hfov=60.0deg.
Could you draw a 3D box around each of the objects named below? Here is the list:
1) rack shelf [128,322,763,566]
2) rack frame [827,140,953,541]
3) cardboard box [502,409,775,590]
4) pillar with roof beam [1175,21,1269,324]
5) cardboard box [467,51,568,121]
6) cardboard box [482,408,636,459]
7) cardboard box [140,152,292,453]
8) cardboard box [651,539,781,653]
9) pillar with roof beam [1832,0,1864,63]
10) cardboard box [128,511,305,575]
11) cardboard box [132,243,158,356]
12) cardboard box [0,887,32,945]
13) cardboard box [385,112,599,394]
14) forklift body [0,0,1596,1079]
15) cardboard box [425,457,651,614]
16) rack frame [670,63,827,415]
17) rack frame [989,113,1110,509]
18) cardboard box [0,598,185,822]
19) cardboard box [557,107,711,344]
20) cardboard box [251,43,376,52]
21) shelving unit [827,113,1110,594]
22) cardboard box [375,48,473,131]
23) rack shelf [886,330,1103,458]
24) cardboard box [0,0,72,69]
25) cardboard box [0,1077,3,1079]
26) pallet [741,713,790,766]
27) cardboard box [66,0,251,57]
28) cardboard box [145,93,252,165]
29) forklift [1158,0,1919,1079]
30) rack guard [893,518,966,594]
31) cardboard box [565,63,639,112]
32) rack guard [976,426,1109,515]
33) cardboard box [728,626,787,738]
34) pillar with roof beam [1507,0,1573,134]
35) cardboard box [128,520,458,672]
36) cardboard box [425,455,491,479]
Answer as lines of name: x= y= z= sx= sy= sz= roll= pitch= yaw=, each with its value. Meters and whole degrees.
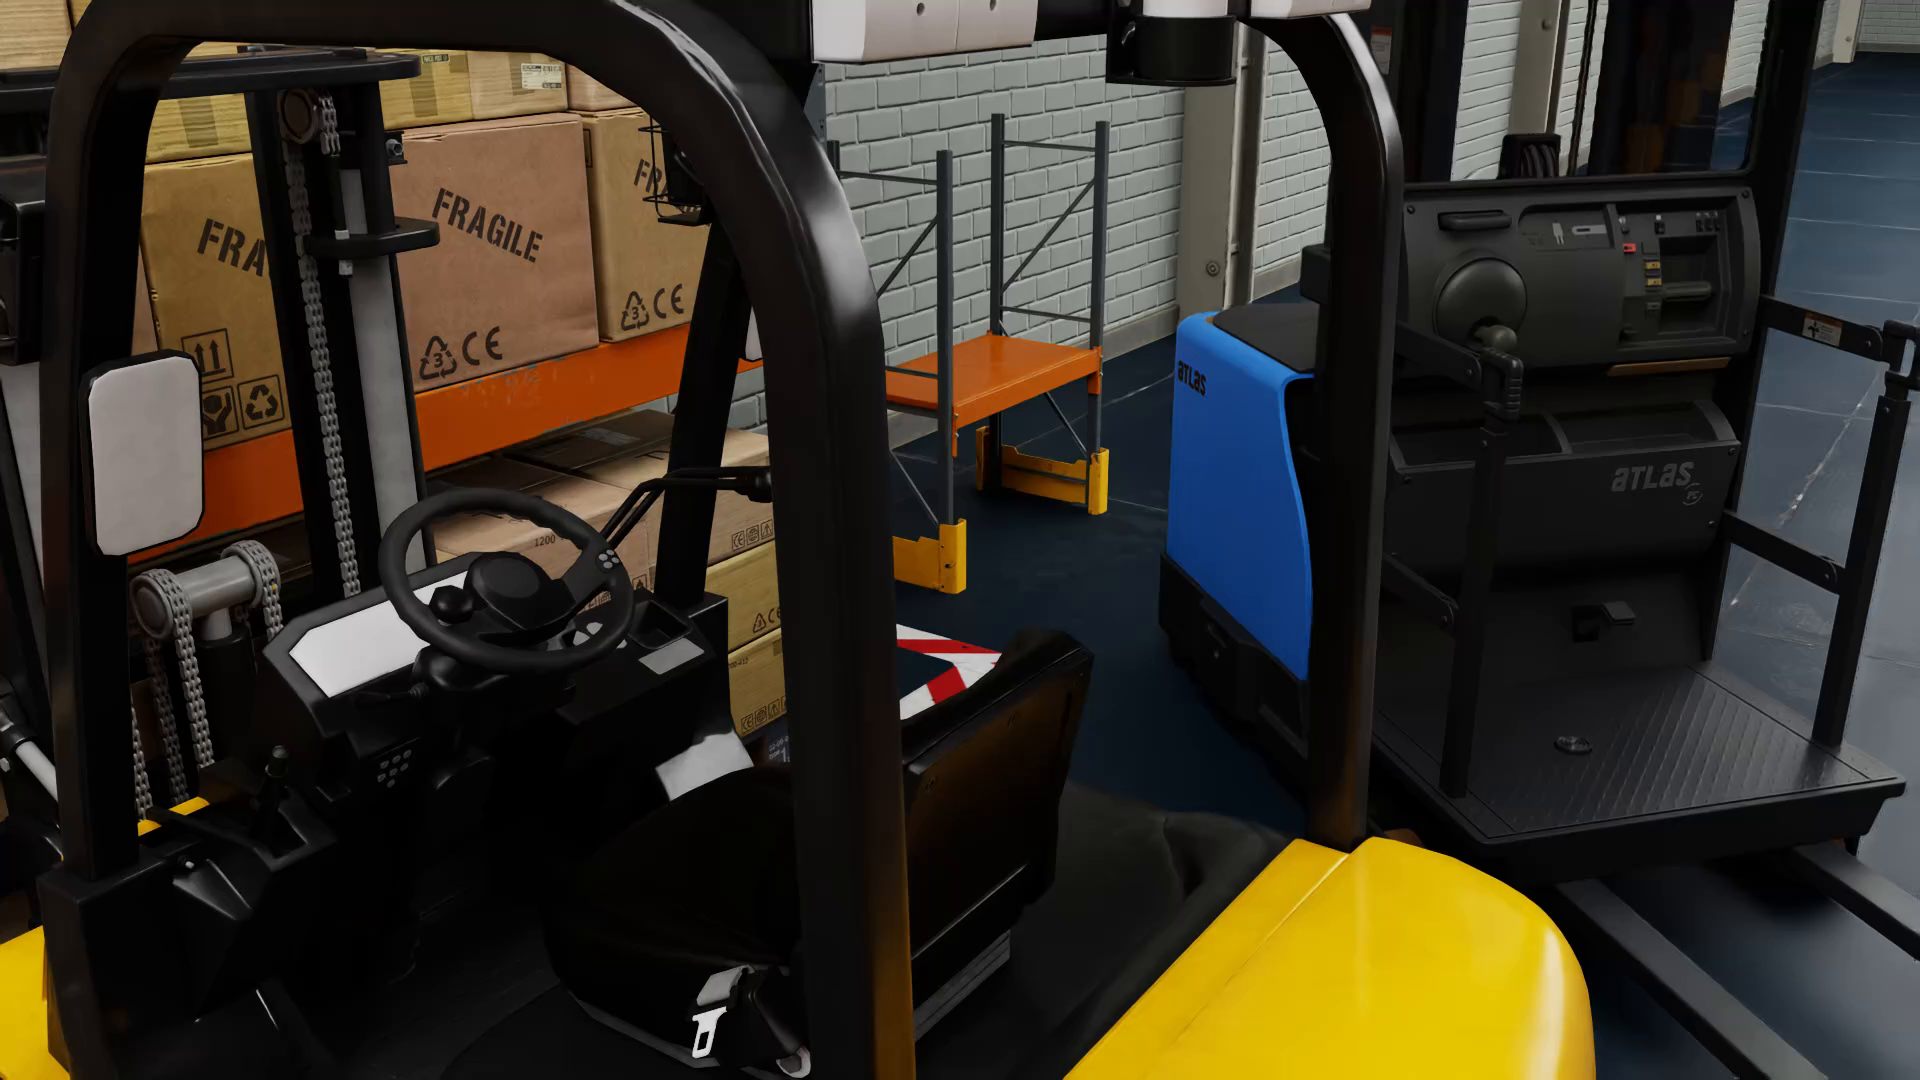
rack shelf: x=-1.905 y=-0.022 z=3.037 sx=1.077 sy=0.370 sz=4.000 roll=13 pitch=24 yaw=32
rack frame: x=-0.238 y=-0.582 z=5.677 sx=0.500 sy=1.500 sz=0.032 roll=13 pitch=24 yaw=32
cardboard box: x=-0.781 y=-0.116 z=4.173 sx=0.500 sy=0.250 sz=0.500 roll=14 pitch=25 yaw=34
pillar with roof beam: x=5.016 y=-4.605 z=5.742 sx=9.100 sy=9.000 sz=0.400 roll=13 pitch=24 yaw=32
cardboard box: x=-1.059 y=-0.988 z=3.534 sx=0.380 sy=0.149 sz=0.250 roll=14 pitch=24 yaw=33
cardboard box: x=-1.207 y=-0.208 z=4.421 sx=0.500 sy=0.250 sz=0.500 roll=13 pitch=24 yaw=31
cardboard box: x=-1.427 y=-0.493 z=3.131 sx=0.500 sy=0.500 sz=0.500 roll=13 pitch=24 yaw=31
cardboard box: x=-0.796 y=0.126 z=4.239 sx=0.500 sy=0.250 sz=0.500 roll=13 pitch=24 yaw=31
pillar with roof beam: x=18.507 y=-11.491 z=24.358 sx=9.100 sy=9.000 sz=0.400 roll=13 pitch=24 yaw=32
cardboard box: x=-1.775 y=0.077 z=3.649 sx=0.500 sy=0.250 sz=0.500 roll=13 pitch=24 yaw=31
cardboard box: x=-1.701 y=-0.347 z=2.735 sx=0.500 sy=0.500 sz=0.500 roll=13 pitch=24 yaw=32
cardboard box: x=-1.644 y=0.563 z=3.058 sx=0.500 sy=0.250 sz=0.500 roll=13 pitch=24 yaw=32
cardboard box: x=-1.139 y=-0.640 z=3.528 sx=0.500 sy=0.500 sz=0.500 roll=14 pitch=25 yaw=33
forklift body: x=-0.338 y=0.365 z=2.178 sx=2.313 sy=2.155 sz=1.214 roll=13 pitch=24 yaw=32
cardboard box: x=-1.064 y=0.031 z=3.773 sx=0.500 sy=0.250 sz=0.500 roll=14 pitch=24 yaw=33
rack frame: x=-0.781 y=-0.933 z=4.464 sx=1.000 sy=3.000 sz=0.127 roll=13 pitch=24 yaw=32
rack frame: x=0.334 y=-0.874 z=6.465 sx=0.500 sy=1.500 sz=0.032 roll=13 pitch=24 yaw=32
cardboard box: x=-1.630 y=0.322 z=2.988 sx=0.500 sy=0.250 sz=0.500 roll=13 pitch=24 yaw=31
cardboard box: x=-0.840 y=-0.787 z=3.926 sx=0.500 sy=0.500 sz=0.500 roll=13 pitch=24 yaw=31
cardboard box: x=-1.301 y=-0.969 z=3.054 sx=0.380 sy=0.149 sz=0.250 roll=14 pitch=24 yaw=33
shelving unit: x=0.043 y=-0.725 z=6.064 sx=0.587 sy=1.500 sz=1.083 roll=13 pitch=24 yaw=32
cardboard box: x=-1.208 y=-0.919 z=3.348 sx=0.380 sy=0.149 sz=0.250 roll=13 pitch=24 yaw=31
rack shelf: x=0.048 y=-0.559 z=6.133 sx=0.538 sy=0.185 sz=1.000 roll=13 pitch=24 yaw=32
cardboard box: x=-1.665 y=-0.838 z=2.700 sx=0.380 sy=0.149 sz=0.250 roll=14 pitch=24 yaw=33
cardboard box: x=-1.935 y=0.934 z=2.774 sx=0.500 sy=0.250 sz=0.500 roll=14 pitch=24 yaw=33
pallet: x=-1.176 y=0.602 z=4.332 sx=1.003 sy=0.211 sz=1.213 roll=13 pitch=24 yaw=32
cardboard box: x=-1.442 y=-0.894 z=2.850 sx=0.380 sy=0.149 sz=0.250 roll=14 pitch=24 yaw=33
cardboard box: x=-1.445 y=-0.757 z=2.909 sx=0.380 sy=0.149 sz=0.250 roll=13 pitch=24 yaw=32
forklift: x=1.505 y=-0.606 z=3.677 sx=1.130 sy=2.935 sz=3.031 roll=-5 pitch=21 yaw=-14
rack guard: x=-0.237 y=0.004 z=5.894 sx=0.587 sy=0.250 sz=0.087 roll=13 pitch=24 yaw=32
cardboard box: x=-0.863 y=-1.051 z=3.703 sx=0.380 sy=0.149 sz=0.250 roll=14 pitch=24 yaw=33
rack guard: x=0.323 y=-0.282 z=6.667 sx=0.587 sy=0.250 sz=0.087 roll=13 pitch=24 yaw=32
cardboard box: x=-0.783 y=0.356 z=4.337 sx=0.500 sy=0.250 sz=0.500 roll=13 pitch=24 yaw=32
pillar with roof beam: x=8.389 y=-6.326 z=10.396 sx=9.100 sy=9.000 sz=0.400 roll=13 pitch=24 yaw=32
cardboard box: x=-1.339 y=0.178 z=3.377 sx=0.500 sy=0.250 sz=0.500 roll=14 pitch=24 yaw=32
cardboard box: x=-1.485 y=-0.064 z=4.032 sx=0.500 sy=0.250 sz=0.500 roll=13 pitch=24 yaw=32
